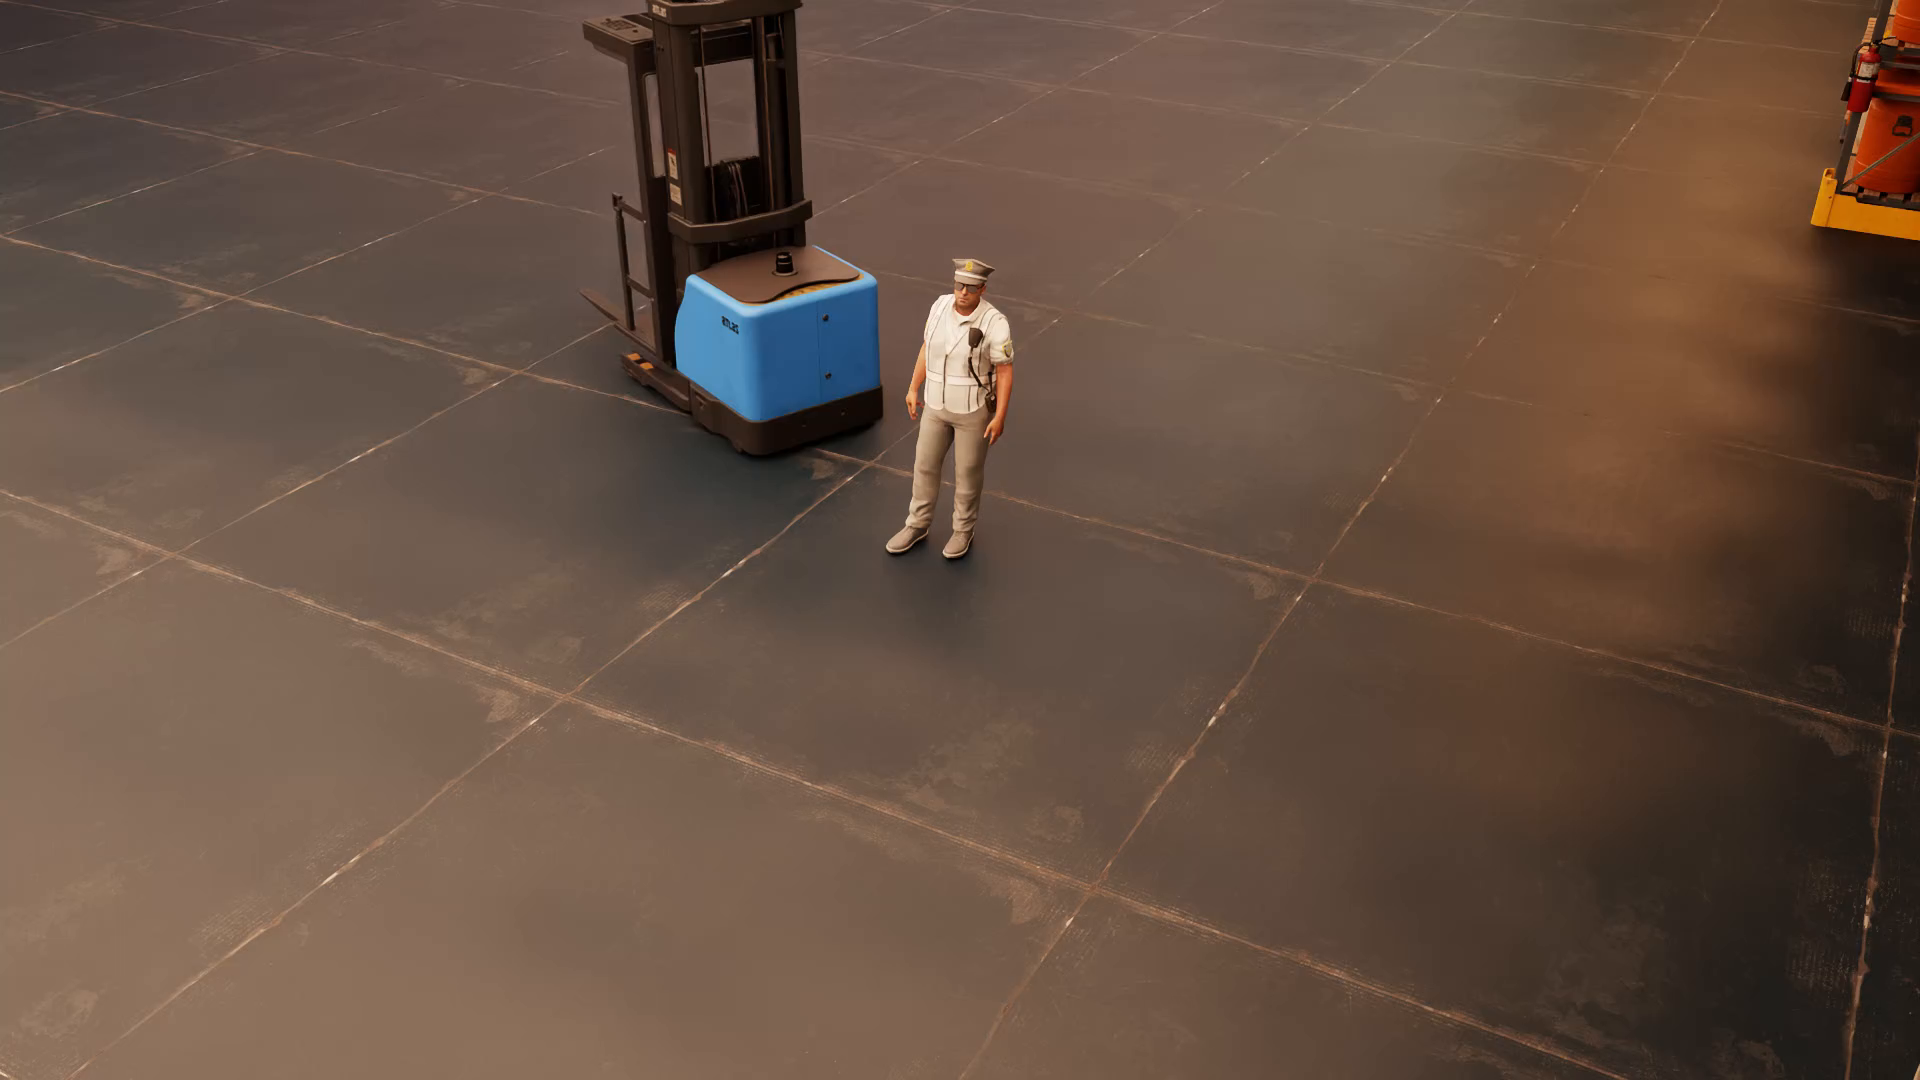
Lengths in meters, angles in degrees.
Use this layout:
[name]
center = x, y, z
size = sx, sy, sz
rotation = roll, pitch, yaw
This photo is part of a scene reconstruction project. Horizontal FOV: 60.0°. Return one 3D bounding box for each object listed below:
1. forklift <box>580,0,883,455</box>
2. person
[forklift]
center = -1.794, -2.502, 11.405
size = 1.130, 2.935, 3.031
rotation = -20, 36, -31
[person]
center = -0.048, -0.747, 9.499
size = 0.641, 1.780, 0.574
rotation = 15, 33, 25
